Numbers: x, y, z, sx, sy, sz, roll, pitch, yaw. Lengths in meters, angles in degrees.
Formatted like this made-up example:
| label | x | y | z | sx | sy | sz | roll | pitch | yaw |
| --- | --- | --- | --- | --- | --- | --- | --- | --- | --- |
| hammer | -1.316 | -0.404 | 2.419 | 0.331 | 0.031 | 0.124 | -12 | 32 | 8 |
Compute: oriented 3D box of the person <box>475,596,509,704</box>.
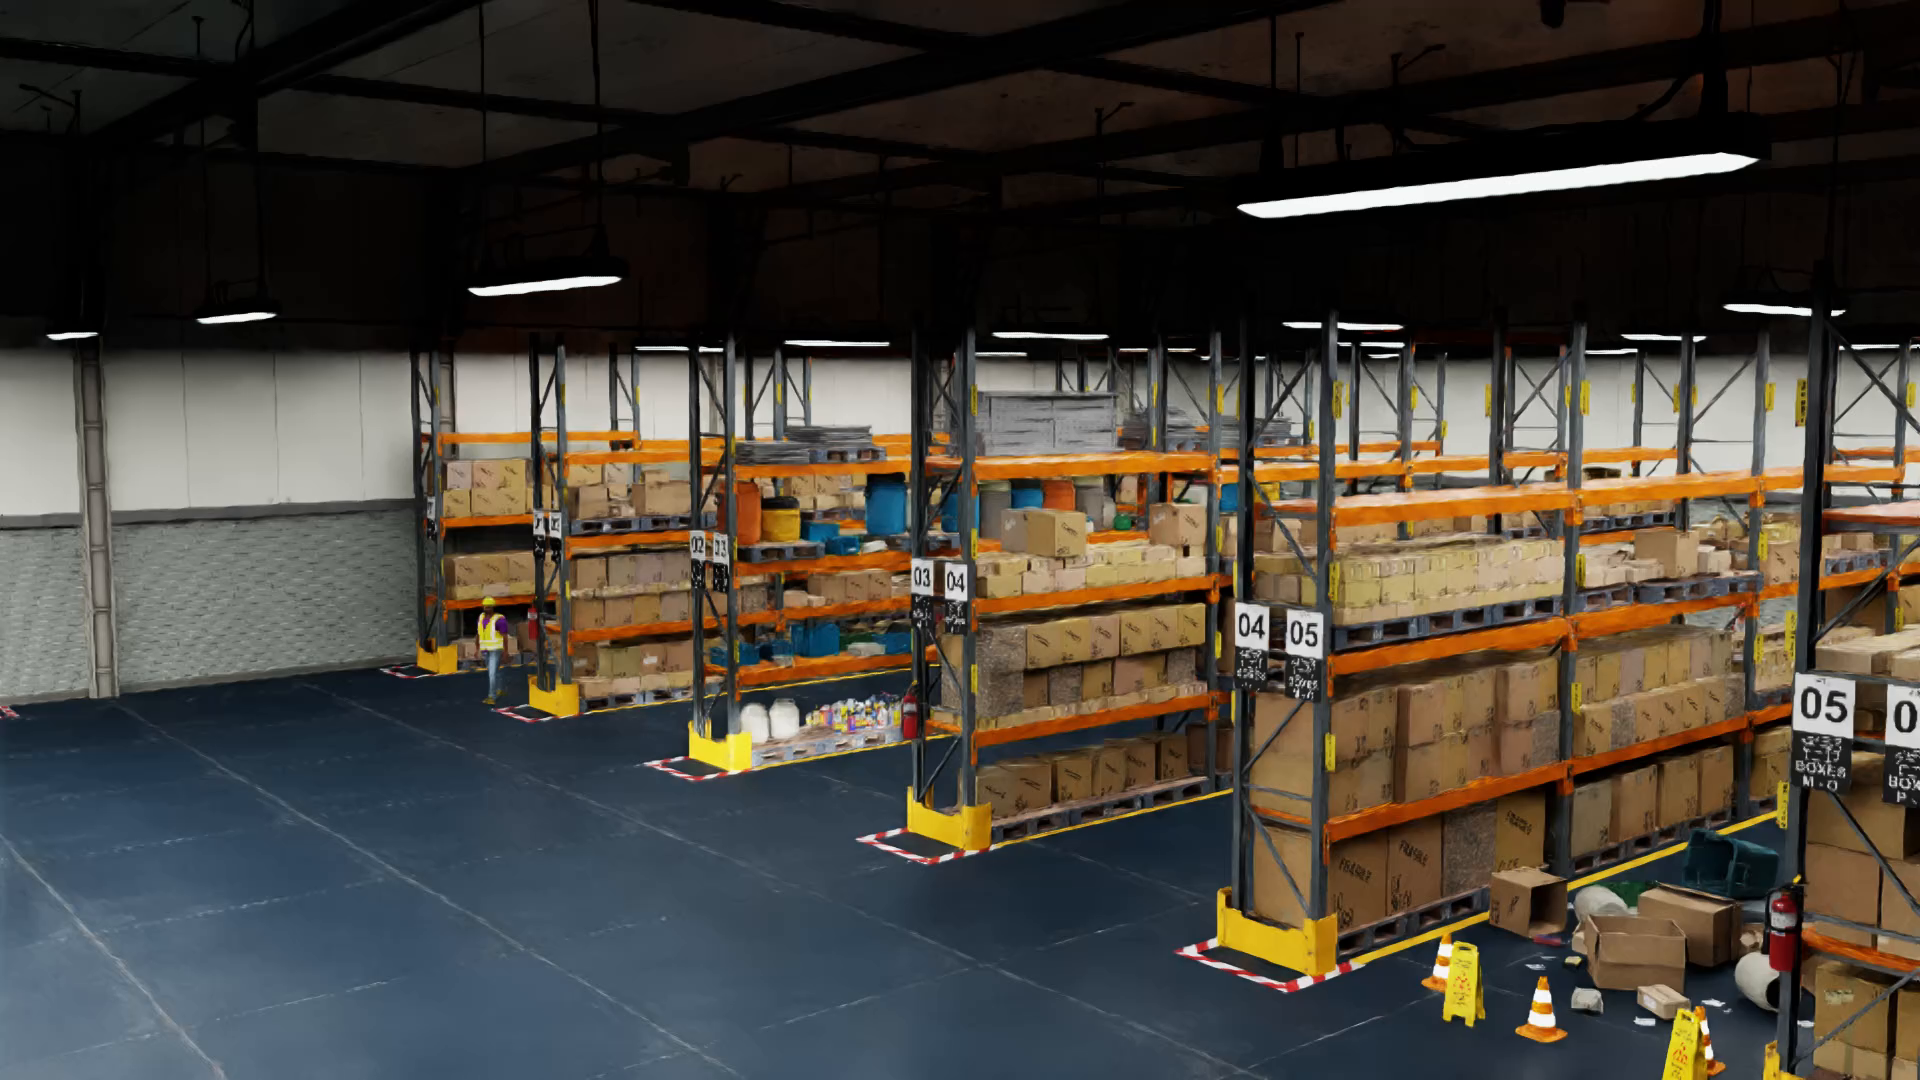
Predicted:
| label | x | y | z | sx | sy | sz | roll | pitch | yaw |
| --- | --- | --- | --- | --- | --- | --- | --- | --- | --- |
| person | -7.681 | 1.783 | 27.239 | 0.596 | 1.737 | 0.932 | 3 | 6 | 27 |

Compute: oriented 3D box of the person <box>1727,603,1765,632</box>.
| label | x | y | z | sx | sy | sz | roll | pitch | yaw |
| --- | --- | --- | --- | --- | --- | --- | --- | --- | --- |
| person | 12.746 | 1.806 | 27.030 | 0.552 | 1.742 | 0.677 | -5 | 7 | -41 |
